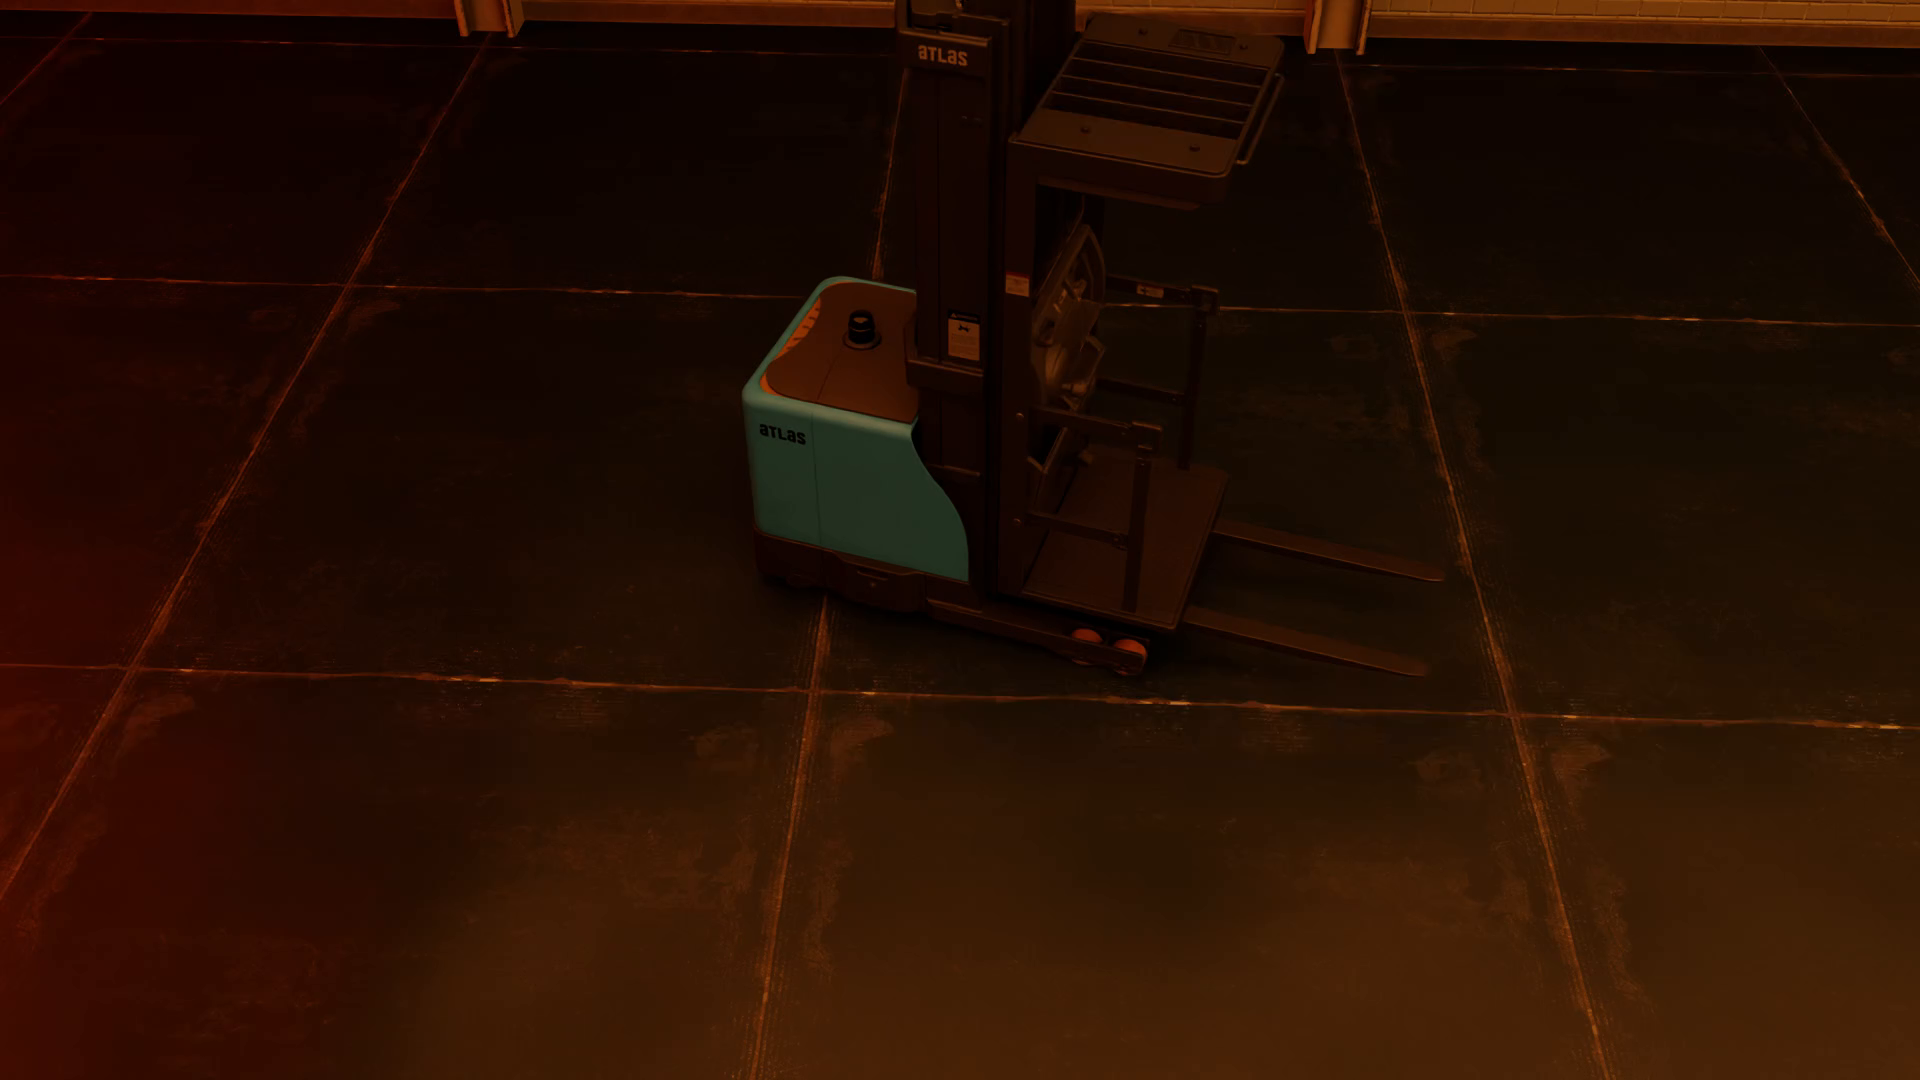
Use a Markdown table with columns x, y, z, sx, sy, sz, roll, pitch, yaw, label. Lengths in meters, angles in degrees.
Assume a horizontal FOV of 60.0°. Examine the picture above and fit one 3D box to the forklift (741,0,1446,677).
| x | y | z | sx | sy | sz | roll | pitch | yaw | label |
| --- | --- | --- | --- | --- | --- | --- | --- | --- | --- |
| 0.630 | -0.894 | 6.722 | 3.031 | 2.935 | 1.130 | 13 | 44 | 14 | forklift |
